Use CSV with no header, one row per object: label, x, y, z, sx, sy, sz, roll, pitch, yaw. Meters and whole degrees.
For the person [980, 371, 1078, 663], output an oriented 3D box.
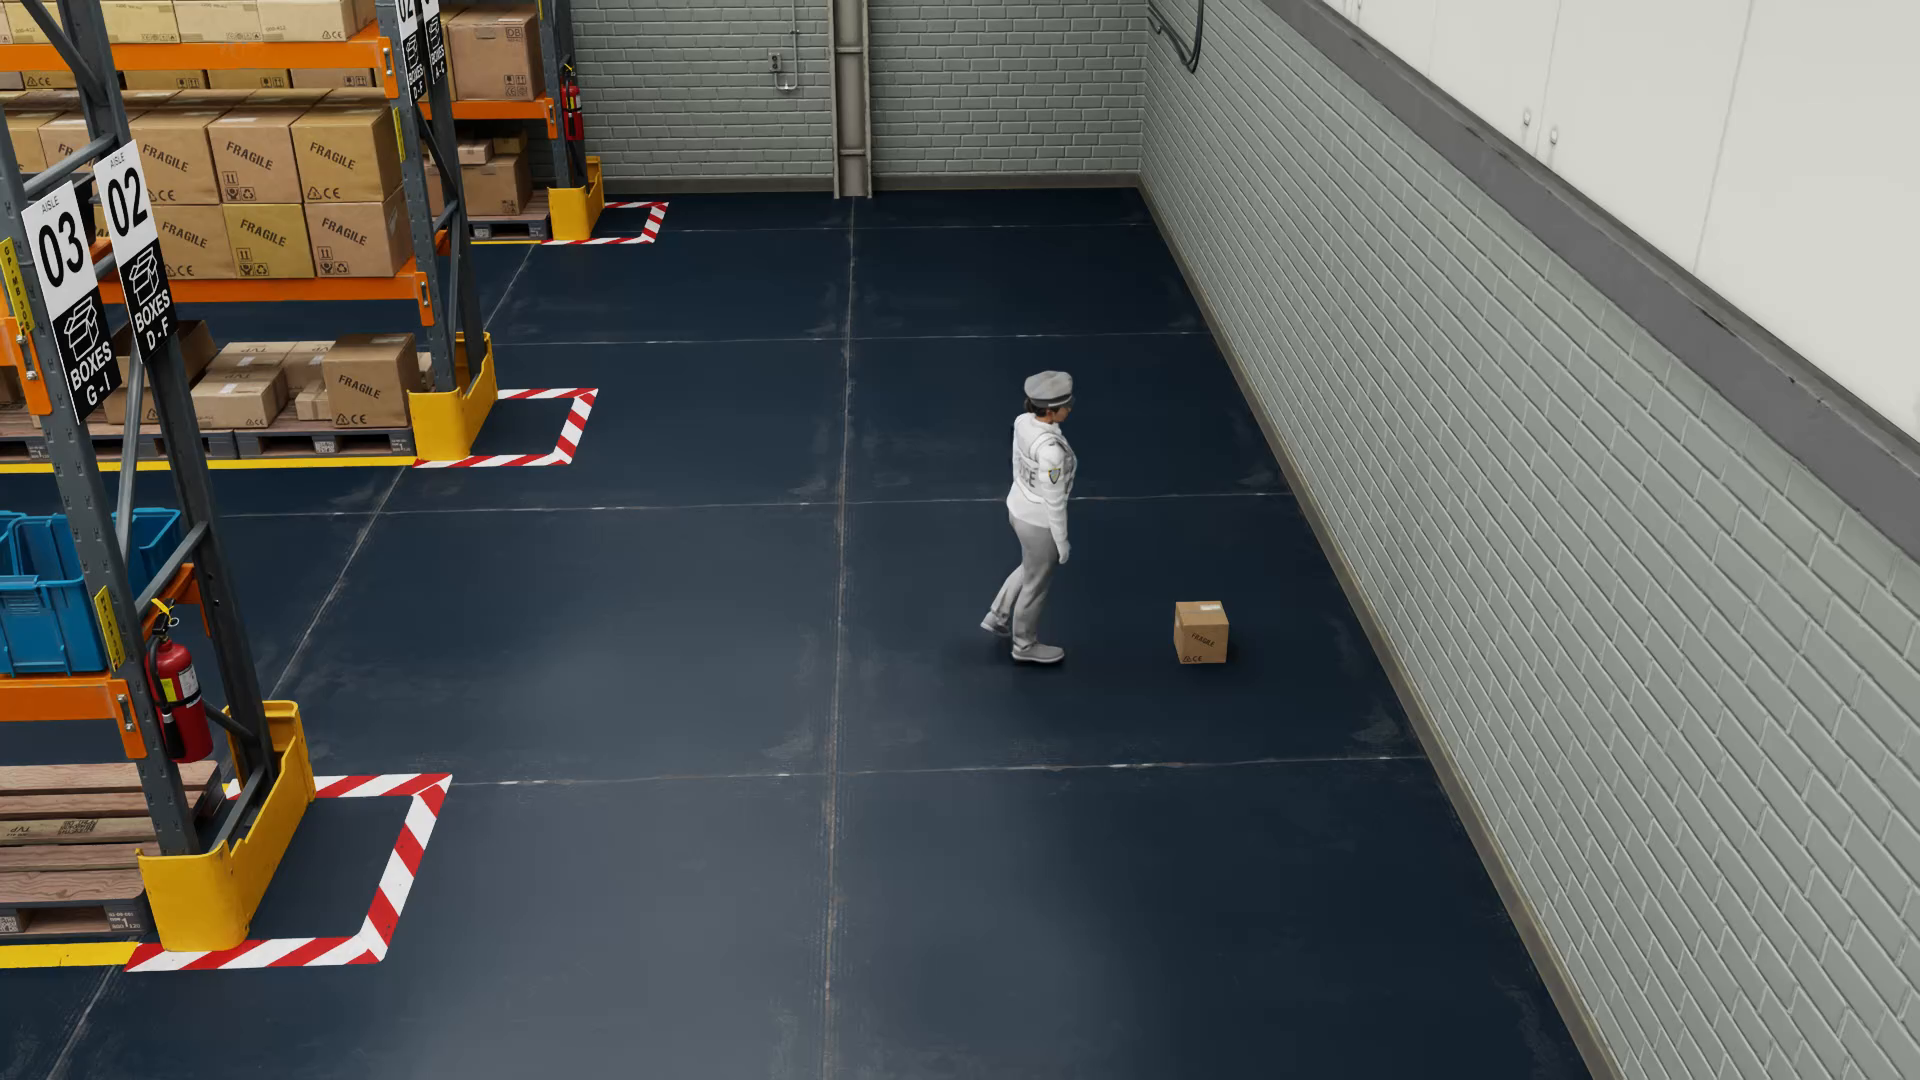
person,0.370,-0.098,8.752,0.434,1.659,0.512,-7,28,-12
